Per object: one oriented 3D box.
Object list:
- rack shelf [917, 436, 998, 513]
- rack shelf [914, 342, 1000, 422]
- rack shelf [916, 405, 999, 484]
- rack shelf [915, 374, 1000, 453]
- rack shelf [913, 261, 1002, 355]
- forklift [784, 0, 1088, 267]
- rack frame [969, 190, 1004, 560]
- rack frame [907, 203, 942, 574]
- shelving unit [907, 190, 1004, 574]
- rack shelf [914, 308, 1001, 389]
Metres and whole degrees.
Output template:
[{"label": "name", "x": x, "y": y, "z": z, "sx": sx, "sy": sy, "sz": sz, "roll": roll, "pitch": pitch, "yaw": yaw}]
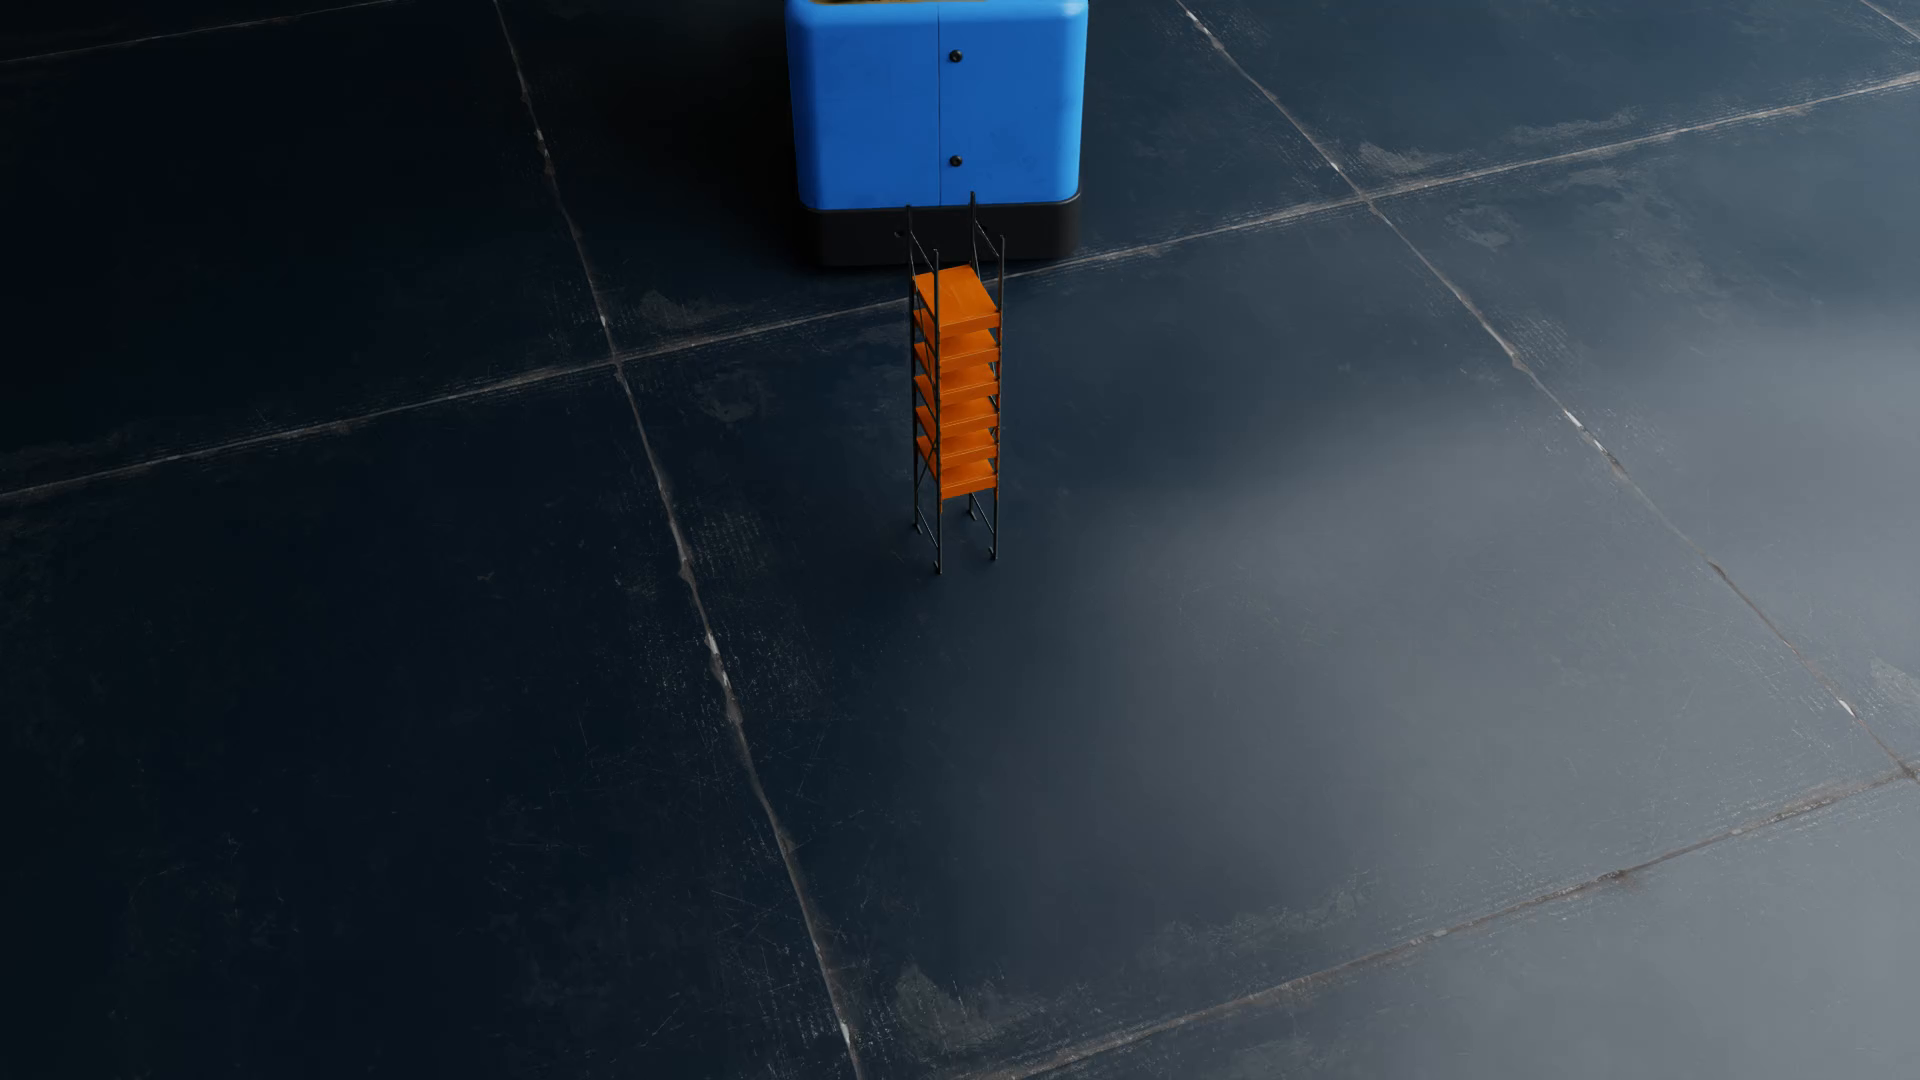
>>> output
[{"label": "rack shelf", "x": -0.014, "y": -0.219, "z": 5.023, "sx": 0.180, "sy": 0.103, "sz": 0.258, "roll": -14, "pitch": 47, "yaw": -14}, {"label": "rack shelf", "x": -0.014, "y": -0.473, "z": 4.768, "sx": 0.180, "sy": 0.103, "sz": 0.258, "roll": -14, "pitch": 47, "yaw": -14}, {"label": "rack shelf", "x": -0.014, "y": -0.304, "z": 4.938, "sx": 0.180, "sy": 0.103, "sz": 0.258, "roll": -14, "pitch": 47, "yaw": -14}, {"label": "rack shelf", "x": -0.014, "y": -0.389, "z": 4.853, "sx": 0.180, "sy": 0.103, "sz": 0.258, "roll": -14, "pitch": 47, "yaw": -14}, {"label": "rack shelf", "x": -0.014, "y": -0.643, "z": 4.598, "sx": 0.180, "sy": 0.103, "sz": 0.258, "roll": -14, "pitch": 47, "yaw": -14}, {"label": "forklift", "x": -0.166, "y": -3.083, "z": 6.254, "sx": 1.130, "sy": 2.935, "sz": 3.031, "roll": -3, "pitch": 45, "yaw": -3}, {"label": "rack frame", "x": 0.072, "y": -0.442, "z": 4.843, "sx": 0.006, "sy": 1.200, "sz": 0.240, "roll": -14, "pitch": 47, "yaw": -14}, {"label": "rack frame", "x": -0.100, "y": -0.398, "z": 4.800, "sx": 0.006, "sy": 1.200, "sz": 0.240, "roll": -14, "pitch": 47, "yaw": -14}, {"label": "shelving unit", "x": -0.014, "y": -0.420, "z": 4.822, "sx": 0.189, "sy": 1.200, "sz": 0.258, "roll": -14, "pitch": 47, "yaw": -14}, {"label": "rack shelf", "x": -0.014, "y": -0.558, "z": 4.683, "sx": 0.180, "sy": 0.103, "sz": 0.258, "roll": -14, "pitch": 47, "yaw": -14}]
